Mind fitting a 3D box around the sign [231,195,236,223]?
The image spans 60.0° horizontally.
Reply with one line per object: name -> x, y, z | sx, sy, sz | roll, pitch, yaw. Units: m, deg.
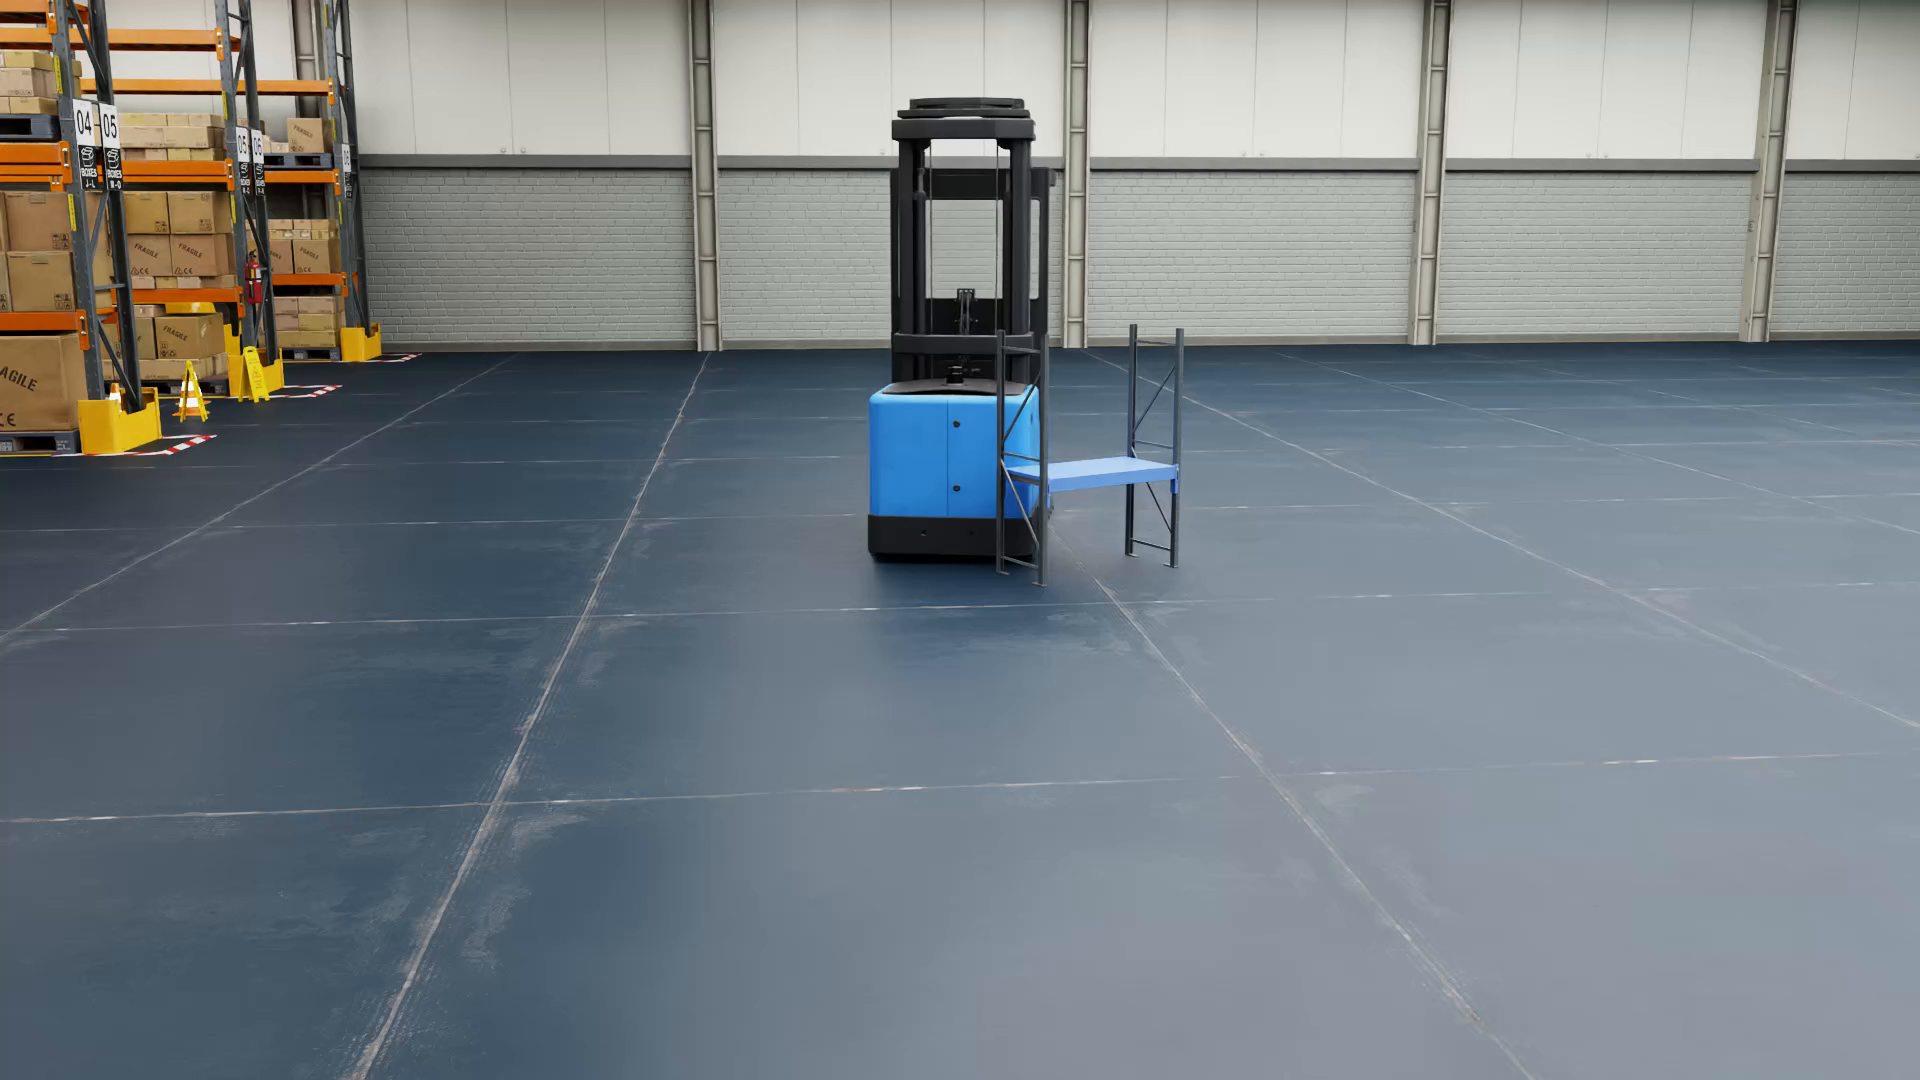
sign -> -8.663, -3.943, 19.825 | 0.005, 0.325, 0.100 | -1, 11, -6

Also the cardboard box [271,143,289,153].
cardboard box -> -10.033, -5.806, 24.653 | 0.250, 0.149, 0.380 | -2, 11, -8

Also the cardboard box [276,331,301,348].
cardboard box -> -10.171, -3.056, 25.176 | 0.500, 0.250, 0.500 | -1, 11, -6

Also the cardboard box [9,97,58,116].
cardboard box -> -8.362, -3.911, 15.012 | 0.250, 0.149, 0.380 | -1, 11, -6

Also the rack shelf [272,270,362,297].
rack shelf -> -11.231, -3.883, 25.210 | 4.000, 0.370, 1.077 | -1, 11, -6

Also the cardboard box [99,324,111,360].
cardboard box -> -10.492, -2.464, 20.219 | 0.500, 0.500, 0.500 | -1, 11, -7

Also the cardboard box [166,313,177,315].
cardboard box -> -10.077, -2.575, 20.785 | 0.500, 0.500, 0.500 | -2, 11, -8

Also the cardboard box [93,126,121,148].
cardboard box -> -10.198, -4.786, 19.779 | 0.500, 0.250, 0.500 | -1, 11, -4

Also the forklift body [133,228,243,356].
forklift body -> -10.931, -3.472, 23.454 | 1.214, 2.155, 2.313 | -1, 11, -6

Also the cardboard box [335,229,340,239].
cardboard box -> -9.608, -4.688, 25.498 | 0.250, 0.149, 0.380 | -1, 11, -8

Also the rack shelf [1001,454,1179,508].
rack shelf -> 0.800, -0.372, 10.305 | 1.000, 0.185, 0.538 | -7, 13, -32

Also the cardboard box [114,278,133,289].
cardboard box -> -10.071, -3.137, 20.199 | 0.250, 0.149, 0.380 | -1, 11, -5

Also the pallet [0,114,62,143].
pallet -> -8.804, -3.790, 15.324 | 1.213, 0.211, 1.003 | -1, 11, -6

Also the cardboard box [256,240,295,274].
cardboard box -> -10.220, -4.257, 24.989 | 0.500, 0.500, 0.500 | -1, 11, -4

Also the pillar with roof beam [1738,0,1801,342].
pillar with roof beam -> 14.293, -7.054, 23.923 | 0.400, 9.000, 9.100 | -1, 11, -6

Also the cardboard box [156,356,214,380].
cardboard box -> -9.501, -2.114, 20.385 | 0.500, 0.250, 0.500 | -1, 11, -6

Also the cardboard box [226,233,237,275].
cardboard box -> -9.203, -3.565, 20.693 | 0.500, 0.500, 0.500 | -1, 11, -7

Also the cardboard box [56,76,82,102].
cardboard box -> -8.575, -4.218, 15.539 | 0.500, 0.250, 0.500 | -1, 11, -6

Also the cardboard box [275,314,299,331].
cardboard box -> -10.192, -3.302, 25.130 | 0.500, 0.250, 0.500 | -1, 11, -7

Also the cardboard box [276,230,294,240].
cardboard box -> -10.072, -4.580, 24.947 | 0.250, 0.149, 0.380 | -1, 11, -5

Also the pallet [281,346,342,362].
pallet -> -9.998, -2.886, 25.500 | 1.213, 0.211, 1.003 | -1, 11, -6

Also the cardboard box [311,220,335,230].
cardboard box -> -9.576, -4.743, 25.008 | 0.250, 0.149, 0.380 | -1, 11, -6

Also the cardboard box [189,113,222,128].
cardboard box -> -9.007, -5.002, 19.845 | 0.250, 0.149, 0.380 | -1, 11, -6

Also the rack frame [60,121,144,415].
rack frame -> -8.068, -2.379, 15.693 | 0.127, 3.000, 1.000 | -1, 11, -6

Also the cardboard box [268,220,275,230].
cardboard box -> -10.330, -4.731, 24.944 | 0.250, 0.149, 0.380 | -1, 11, -6

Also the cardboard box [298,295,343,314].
cardboard box -> -9.666, -3.556, 25.128 | 0.500, 0.250, 0.500 | -1, 11, -4

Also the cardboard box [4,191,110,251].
cardboard box -> -8.441, -2.982, 15.573 | 0.550, 0.550, 0.875 | -1, 11, -6

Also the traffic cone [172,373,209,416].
traffic cone -> -8.533, -1.619, 18.405 | 0.334, 0.463, 0.336 | -1, 11, -6

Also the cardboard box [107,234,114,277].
cardboard box -> -10.209, -3.438, 20.048 | 0.500, 0.500, 0.500 | -1, 11, -6

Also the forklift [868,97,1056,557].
forklift -> 0.097, -1.565, 11.729 | 1.130, 2.935, 3.031 | 1, 11, 7

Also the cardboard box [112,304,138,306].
cardboard box -> -10.079, -2.777, 20.134 | 0.250, 0.149, 0.380 | -1, 11, -5

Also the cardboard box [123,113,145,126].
cardboard box -> -9.777, -5.000, 19.834 | 0.250, 0.149, 0.380 | -1, 11, -6

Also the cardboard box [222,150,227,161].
cardboard box -> -9.067, -4.730, 20.528 | 0.250, 0.149, 0.380 | -1, 11, -6

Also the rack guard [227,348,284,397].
rack guard -> -8.778, -2.098, 20.744 | 0.348, 0.500, 1.175 | -1, 11, -6

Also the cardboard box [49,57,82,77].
cardboard box -> -8.434, -4.428, 15.576 | 0.250, 0.149, 0.380 | -1, 11, -5

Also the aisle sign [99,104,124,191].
aisle sign -> -8.029, -3.714, 15.743 | 0.004, 0.787, 0.394 | -1, 11, -6

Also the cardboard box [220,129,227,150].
cardboard box -> -9.231, -4.911, 20.414 | 0.500, 0.250, 0.500 | -1, 11, -7

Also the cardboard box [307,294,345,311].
cardboard box -> -9.741, -3.652, 25.615 | 0.500, 0.250, 0.500 | -1, 11, -7

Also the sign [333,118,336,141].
sign -> -9.198, -6.041, 24.455 | 0.005, 0.325, 0.100 | -1, 11, -6

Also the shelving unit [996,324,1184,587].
shelving unit -> 0.800, -0.548, 10.270 | 1.048, 1.500, 0.538 | -7, 13, -32

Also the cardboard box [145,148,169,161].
cardboard box -> -9.539, -4.603, 19.882 | 0.250, 0.149, 0.380 | -1, 11, -4

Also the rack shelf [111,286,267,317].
rack shelf -> -10.691, -2.932, 20.369 | 4.000, 0.370, 1.077 | -1, 11, -6

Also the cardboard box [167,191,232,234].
cardboard box -> -9.187, -3.959, 20.109 | 0.500, 0.500, 0.700 | -1, 11, -7

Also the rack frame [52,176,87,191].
rack frame -> -13.219, -4.195, 24.929 | 0.127, 3.000, 1.000 | -1, 11, -6

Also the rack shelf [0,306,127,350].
rack shelf -> -10.056, -1.984, 15.551 | 4.000, 0.370, 1.077 | -1, 11, -6

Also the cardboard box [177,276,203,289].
cardboard box -> -9.291, -3.128, 20.152 | 0.250, 0.149, 0.380 | -1, 11, -7

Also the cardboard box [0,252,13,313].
cardboard box -> -8.976, -2.421, 15.516 | 0.550, 0.550, 0.875 | -1, 11, -6

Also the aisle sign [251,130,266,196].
aisle sign -> -8.674, -4.663, 20.569 | 0.004, 0.787, 0.394 | -1, 11, -6

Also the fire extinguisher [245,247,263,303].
fire extinguisher -> -8.539, -3.202, 20.081 | 0.183, 0.674, 0.296 | -1, 11, -6

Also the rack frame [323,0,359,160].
rack frame -> -9.242, -7.222, 24.774 | 0.127, 3.000, 1.000 | -1, 11, -6
